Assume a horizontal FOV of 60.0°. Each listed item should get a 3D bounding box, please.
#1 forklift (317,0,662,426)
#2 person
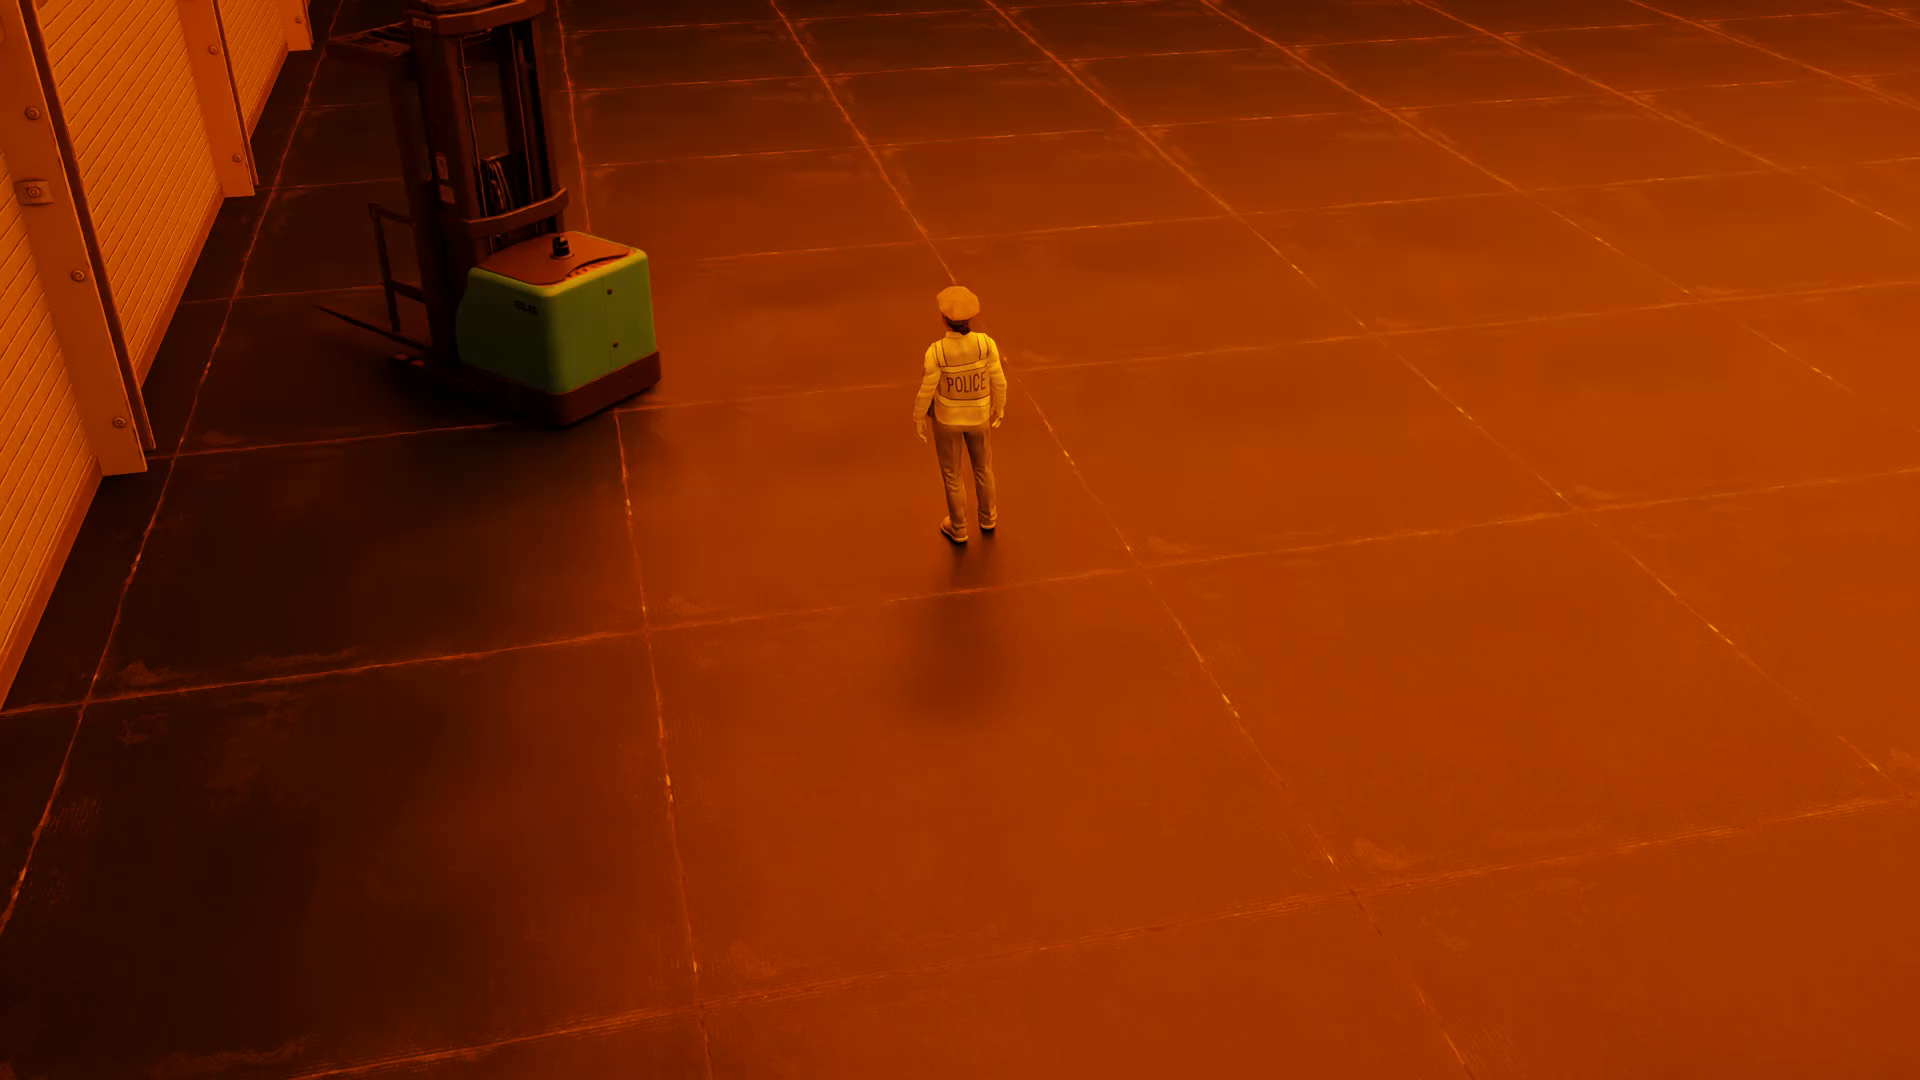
[{"bbox_3d":[-3.727,-2.653,12.157,3.031,2.935,1.130,20,35,30],"label":"forklift"},{"bbox_3d":[-0.009,-0.774,10.131,0.586,1.694,0.530,-7,31,-12],"label":"person"}]
